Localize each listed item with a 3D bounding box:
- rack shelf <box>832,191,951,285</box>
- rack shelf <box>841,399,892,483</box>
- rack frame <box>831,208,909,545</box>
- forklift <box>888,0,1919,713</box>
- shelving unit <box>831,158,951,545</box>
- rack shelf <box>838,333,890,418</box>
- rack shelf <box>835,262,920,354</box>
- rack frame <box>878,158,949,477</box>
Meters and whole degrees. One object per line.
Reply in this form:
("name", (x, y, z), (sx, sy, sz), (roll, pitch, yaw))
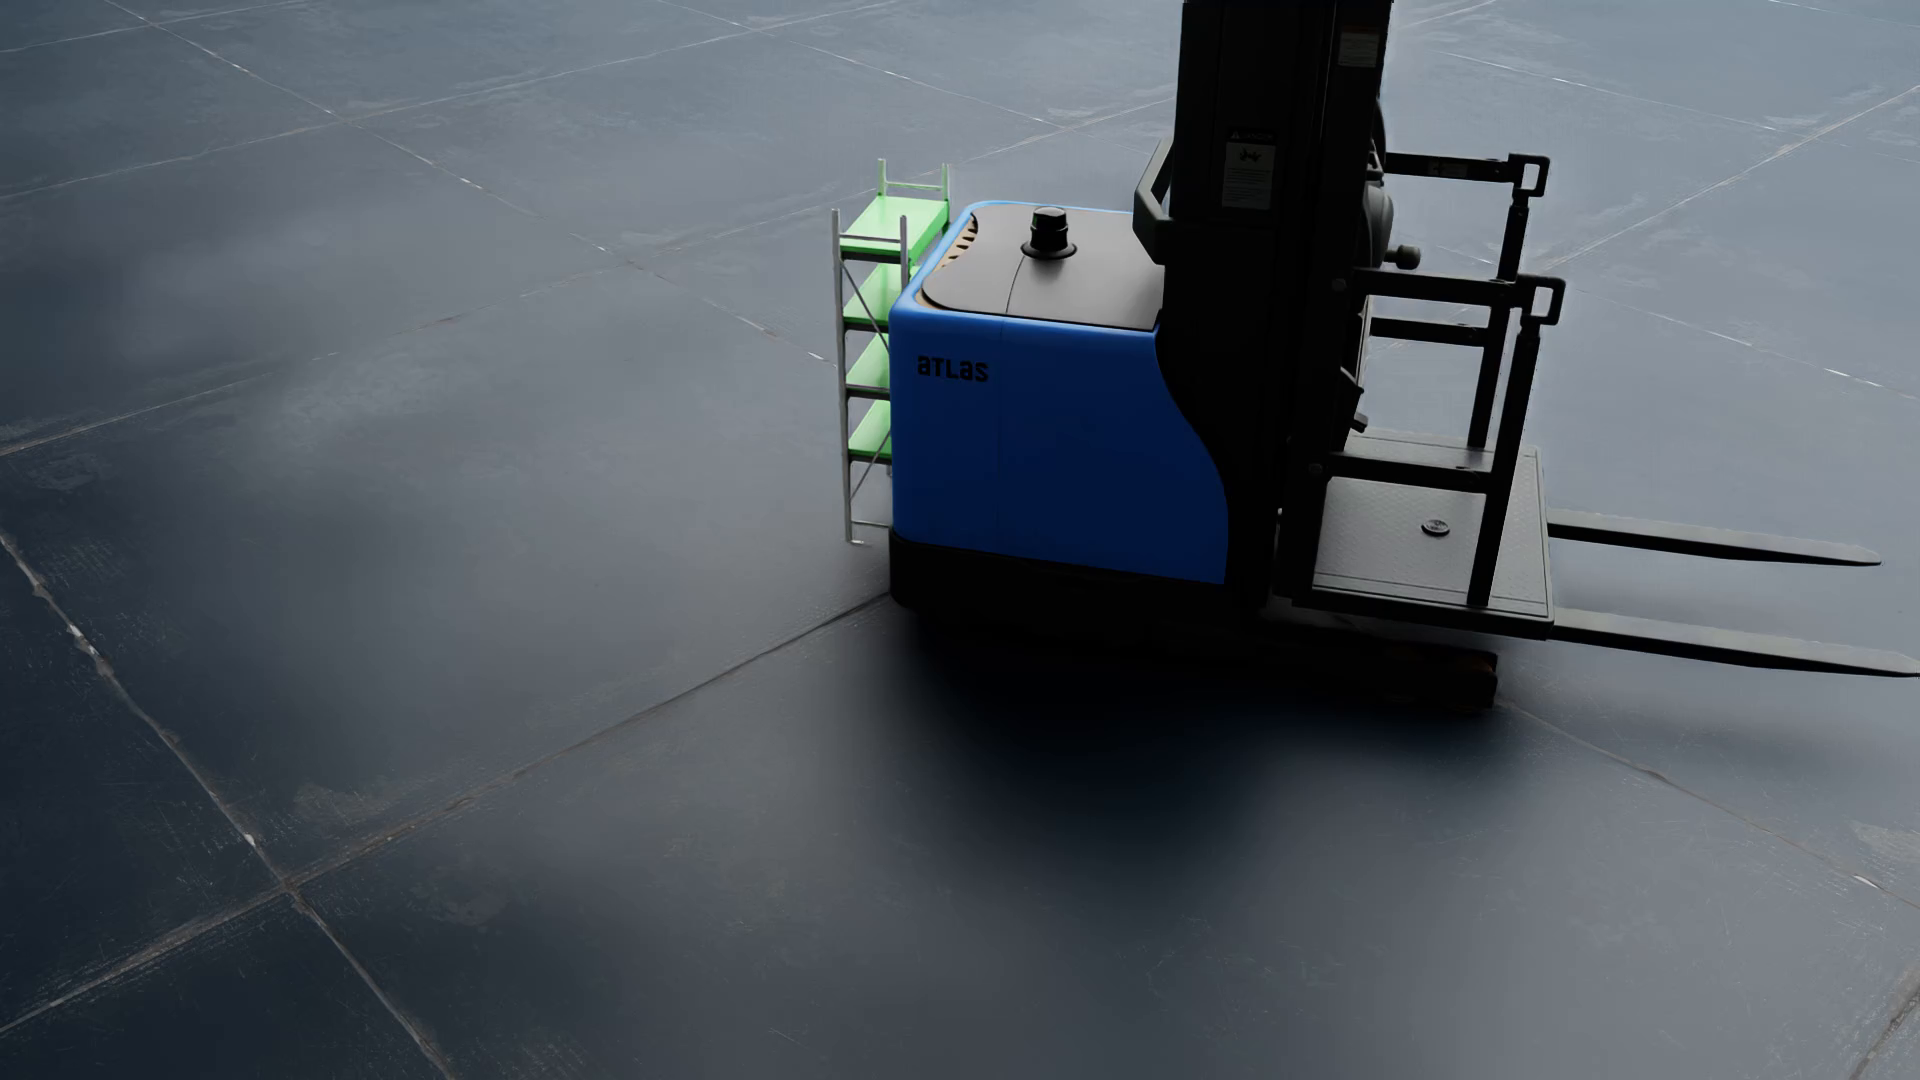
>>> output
("rack shelf", (-0.216, -0.968, 5.386), (0.258, 0.148, 0.480), (8, 32, 12))
("rack shelf", (-0.215, -0.354, 5.761), (0.258, 0.148, 0.480), (8, 32, 12))
("rack frame", (-0.277, -0.490, 5.401), (0.240, 1.200, 0.015), (8, 32, 12))
("forklift", (1.351, -1.048, 4.655), (3.031, 2.935, 1.130), (8, 32, 12))
("shelving unit", (-0.215, -0.613, 5.603), (0.258, 1.200, 0.503), (8, 32, 12))
("rack shelf", (-0.215, -0.559, 5.636), (0.258, 0.148, 0.480), (8, 32, 12))
("rack shelf", (-0.216, -0.764, 5.511), (0.258, 0.148, 0.480), (8, 32, 12))
("rack frame", (-0.154, -0.737, 5.804), (0.240, 1.200, 0.015), (8, 32, 12))
